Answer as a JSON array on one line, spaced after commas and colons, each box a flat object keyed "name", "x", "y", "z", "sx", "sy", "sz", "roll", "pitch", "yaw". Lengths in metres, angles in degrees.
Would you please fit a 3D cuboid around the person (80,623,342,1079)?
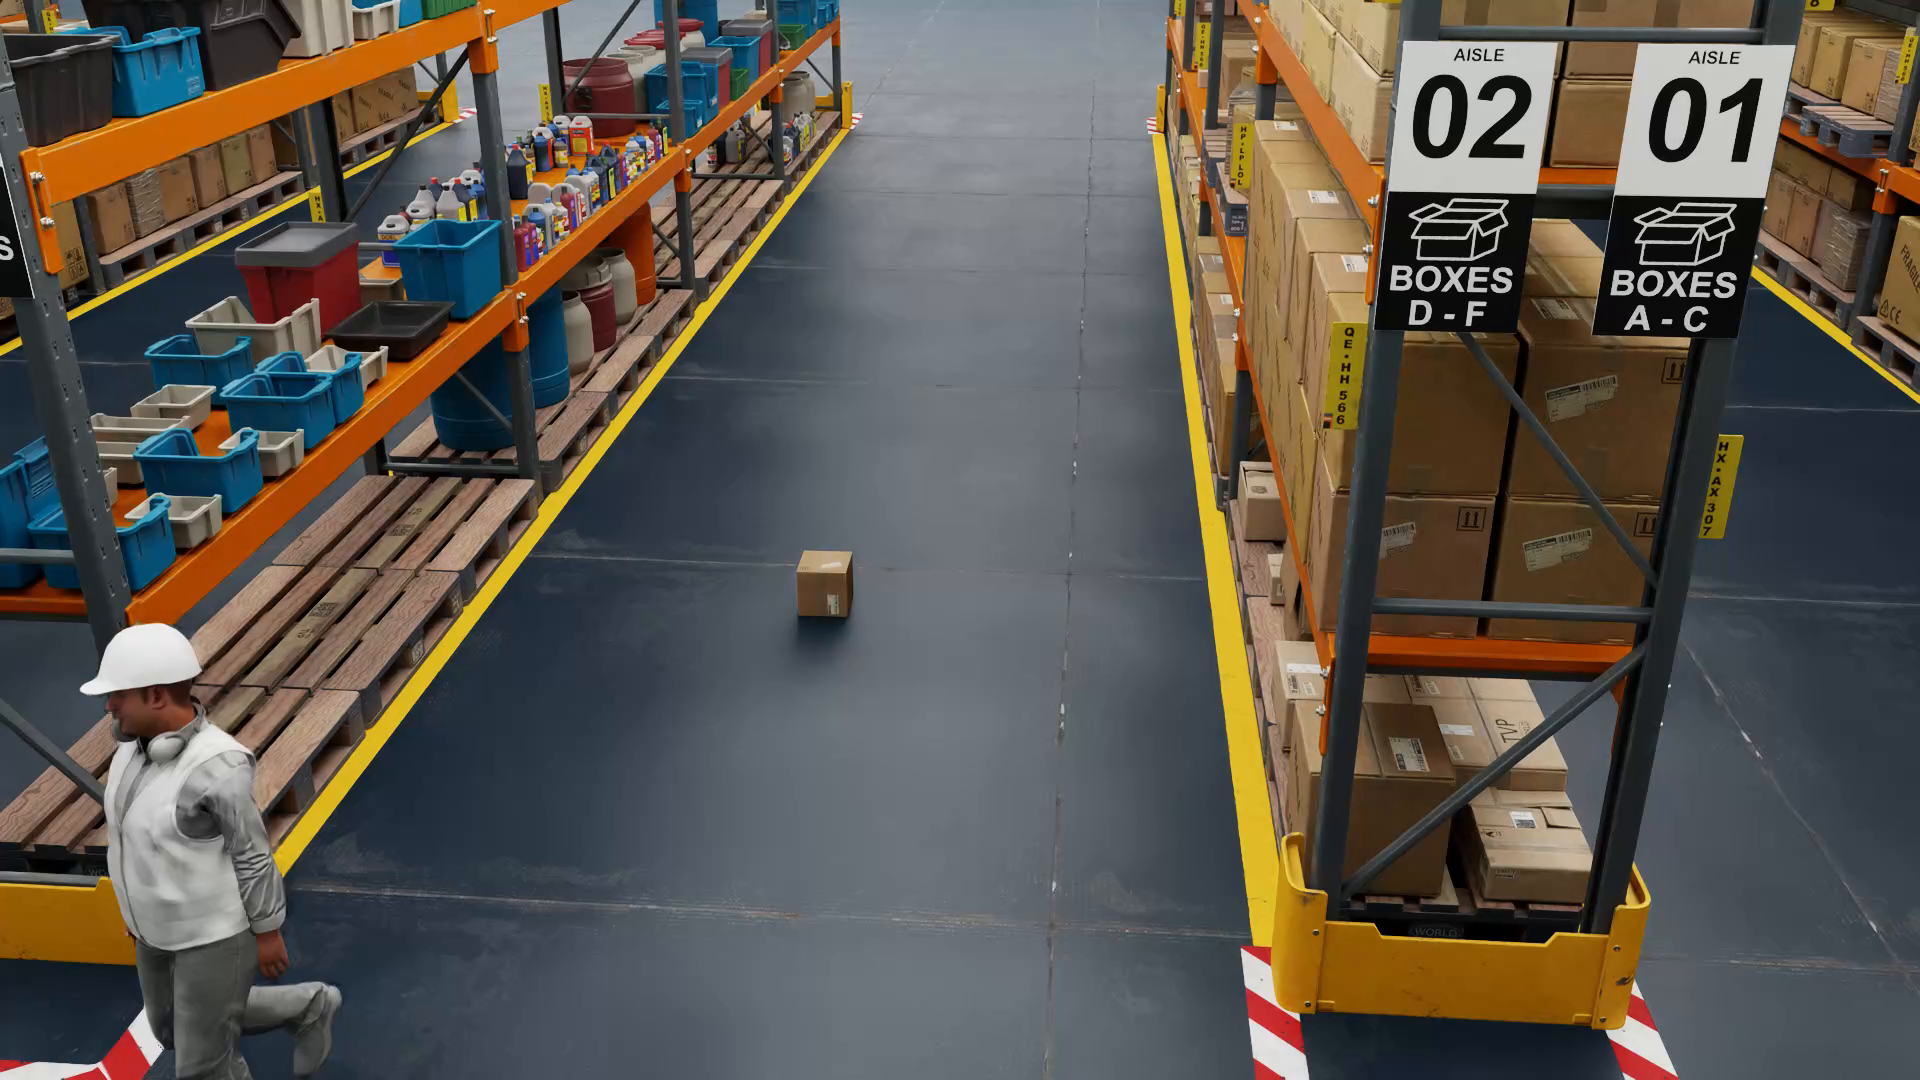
[{"name": "person", "x": -2.146, "y": 1.040, "z": 4.745, "sx": 0.555, "sy": 1.745, "sz": 0.743, "roll": 16, "pitch": 29, "yaw": 32}]
